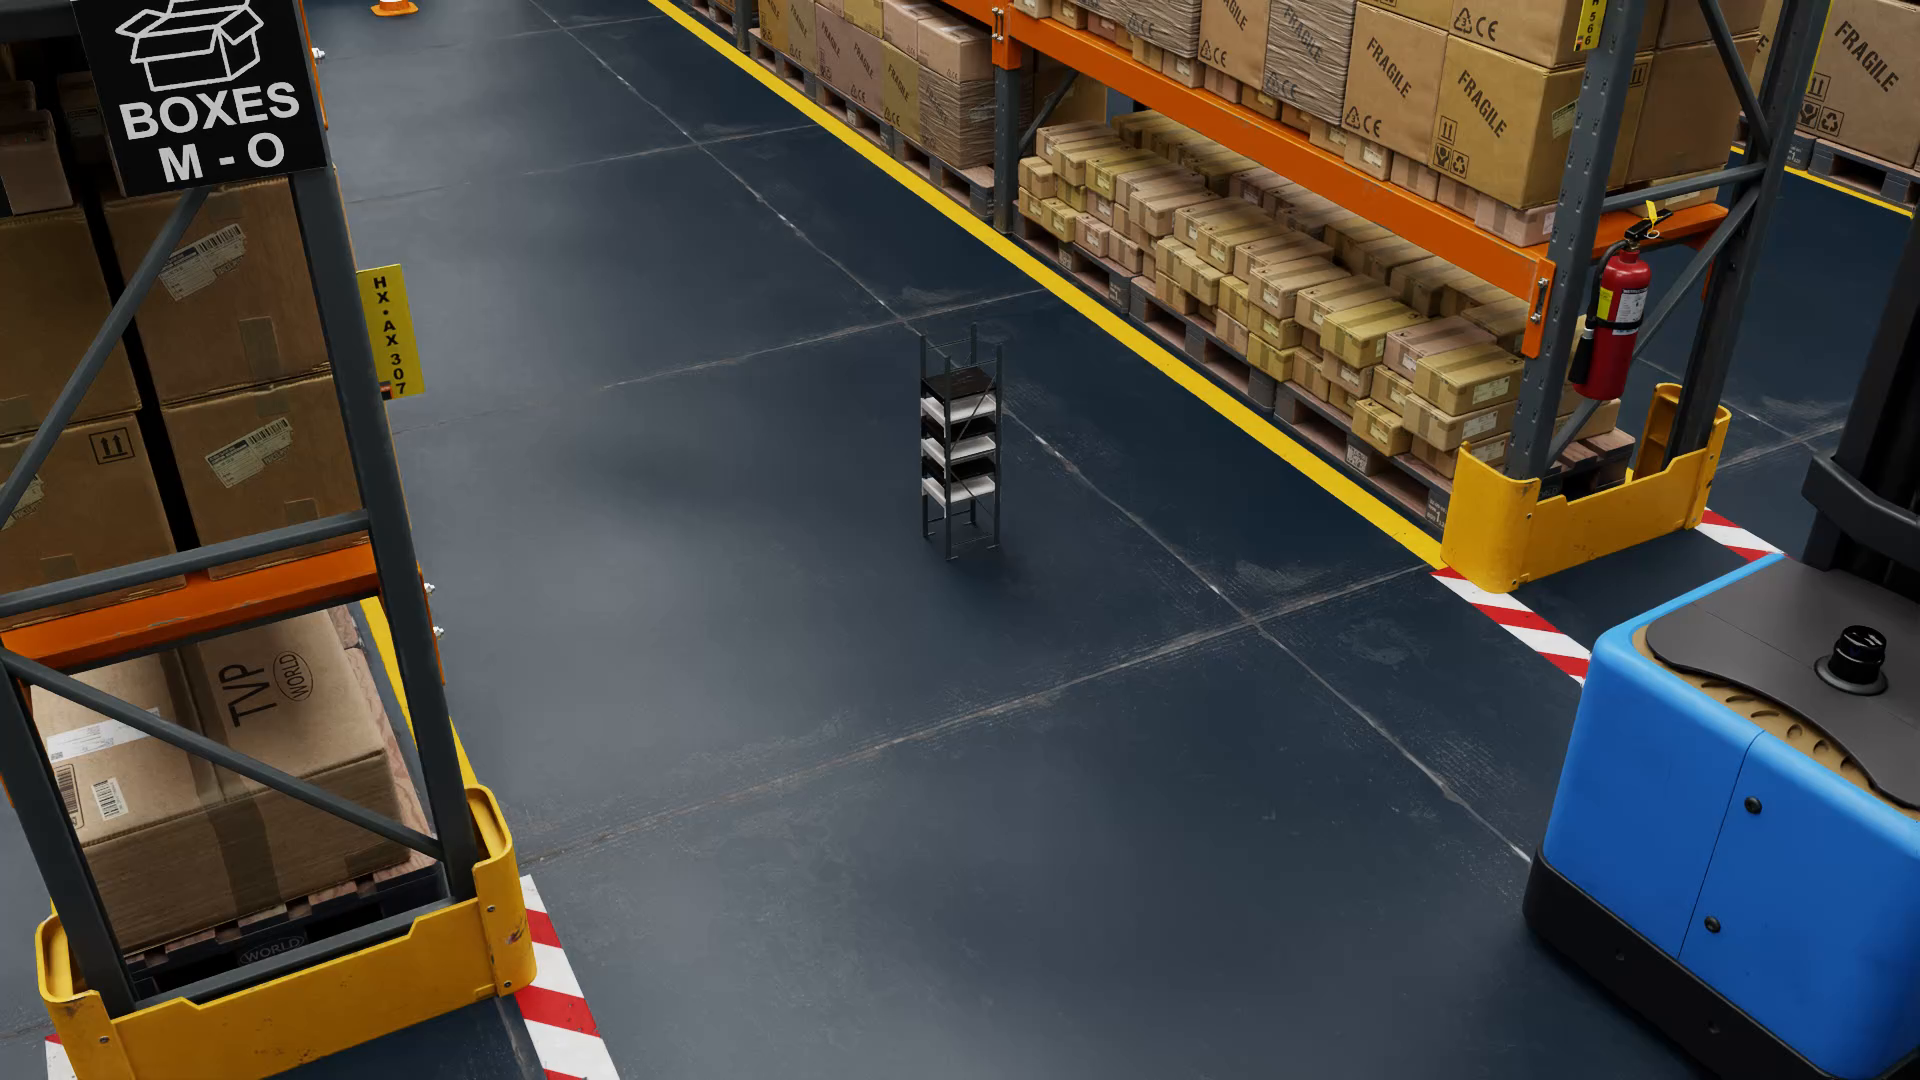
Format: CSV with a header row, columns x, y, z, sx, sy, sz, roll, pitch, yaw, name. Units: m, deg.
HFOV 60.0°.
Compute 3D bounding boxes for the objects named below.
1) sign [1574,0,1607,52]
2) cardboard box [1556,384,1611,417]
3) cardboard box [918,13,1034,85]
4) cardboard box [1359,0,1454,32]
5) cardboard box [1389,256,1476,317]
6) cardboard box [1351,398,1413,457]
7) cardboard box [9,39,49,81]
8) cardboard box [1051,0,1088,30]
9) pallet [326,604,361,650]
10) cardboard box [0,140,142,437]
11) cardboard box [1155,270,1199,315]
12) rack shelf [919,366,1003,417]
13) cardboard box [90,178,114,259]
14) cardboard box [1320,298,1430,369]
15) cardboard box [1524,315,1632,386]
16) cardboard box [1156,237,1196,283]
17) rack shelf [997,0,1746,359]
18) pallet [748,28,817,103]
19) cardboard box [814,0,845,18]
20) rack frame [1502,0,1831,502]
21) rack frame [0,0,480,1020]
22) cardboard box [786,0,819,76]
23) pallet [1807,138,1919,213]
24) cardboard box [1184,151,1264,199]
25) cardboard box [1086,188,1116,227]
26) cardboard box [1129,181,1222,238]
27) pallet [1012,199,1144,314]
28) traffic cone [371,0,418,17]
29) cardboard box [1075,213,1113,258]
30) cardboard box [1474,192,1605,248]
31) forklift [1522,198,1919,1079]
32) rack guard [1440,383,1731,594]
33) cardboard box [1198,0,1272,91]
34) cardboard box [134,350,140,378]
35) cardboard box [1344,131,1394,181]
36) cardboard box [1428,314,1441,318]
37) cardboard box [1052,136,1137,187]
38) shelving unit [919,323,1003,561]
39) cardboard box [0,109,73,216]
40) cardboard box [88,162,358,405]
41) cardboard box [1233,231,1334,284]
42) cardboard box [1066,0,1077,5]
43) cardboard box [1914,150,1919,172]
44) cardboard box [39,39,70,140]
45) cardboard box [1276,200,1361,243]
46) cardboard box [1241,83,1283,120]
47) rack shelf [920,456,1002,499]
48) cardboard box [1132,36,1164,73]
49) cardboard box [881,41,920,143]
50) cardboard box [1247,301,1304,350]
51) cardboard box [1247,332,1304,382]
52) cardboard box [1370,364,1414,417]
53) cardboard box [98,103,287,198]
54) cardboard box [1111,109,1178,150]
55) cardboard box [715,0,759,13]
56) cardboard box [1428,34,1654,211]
x,y,z,sx,sy,sz,roll,pitch,yaw,name
2.026,-1.725,5.296,0.100,0.325,0.005,-16,36,-23,sign
2.509,-0.651,6.963,0.380,0.149,0.250,-14,35,-21,cardboard box
0.090,-2.875,9.690,0.500,0.250,0.500,-17,36,-24,cardboard box
1.856,-2.221,6.140,0.500,0.500,0.500,-17,36,-25,cardboard box
2.154,-1.148,7.464,0.380,0.149,0.250,-18,37,-25,cardboard box
1.887,-0.507,7.014,0.380,0.149,0.250,-15,35,-22,cardboard box
-2.625,-1.289,4.360,0.380,0.149,0.250,-16,36,-24,cardboard box
0.690,-2.716,8.441,0.380,0.149,0.250,-15,36,-22,cardboard box
-2.813,0.289,6.103,1.003,0.211,1.213,-16,36,-23,pallet
-2.241,-0.575,3.847,0.500,0.500,0.500,-15,35,-22,cardboard box
1.187,-1.256,8.184,0.380,0.149,0.250,-17,36,-24,cardboard box
0.004,-0.574,6.374,0.258,0.077,0.200,-16,36,-23,rack shelf
-2.506,-1.001,5.440,0.500,0.500,0.500,-15,35,-22,cardboard box
1.755,-0.876,7.039,0.380,0.149,0.250,-17,36,-24,cardboard box
2.582,-0.797,6.915,0.380,0.149,0.250,-18,37,-25,cardboard box
1.182,-1.383,8.106,0.380,0.149,0.250,-16,36,-23,cardboard box
1.594,-1.886,7.580,1.077,0.370,4.000,-16,36,-23,rack shelf
-0.841,-3.505,12.025,1.003,0.211,1.213,-16,36,-23,pallet
-0.641,-3.621,10.854,0.500,0.250,0.500,-16,36,-23,cardboard box
2.526,-1.235,5.896,1.000,3.000,0.127,-16,36,-23,rack frame
-1.806,0.059,3.878,1.000,3.000,0.127,-16,36,-23,rack frame
-0.862,-3.536,11.416,0.500,0.500,0.500,-15,36,-23,cardboard box
5.954,-2.203,9.993,1.003,0.211,1.213,-16,36,-23,pallet
1.386,-1.894,8.627,0.380,0.149,0.250,-15,35,-22,cardboard box
0.890,-1.786,8.735,0.380,0.149,0.250,-16,36,-23,cardboard box
1.064,-1.639,8.229,0.380,0.149,0.250,-15,36,-22,cardboard box
1.005,-1.658,9.142,1.003,0.211,1.213,-16,36,-23,pallet
-4.564,-4.473,13.303,0.336,0.463,0.334,-16,36,-23,traffic cone
0.833,-1.633,8.771,0.380,0.149,0.250,-16,36,-23,cardboard box
2.124,-1.213,6.096,0.380,0.149,0.250,-16,36,-23,cardboard box
3.176,-0.286,4.480,3.031,2.935,1.130,-19,37,-27,forklift
2.491,-0.218,6.627,1.175,0.500,0.348,-16,36,-23,rack guard
1.385,-2.279,7.158,0.500,0.500,0.500,-14,35,-21,cardboard box
-2.734,-0.633,4.865,0.500,0.500,0.500,-15,36,-22,cardboard box
1.771,-1.573,6.658,0.380,0.149,0.250,-15,36,-22,cardboard box
2.215,-1.040,7.571,0.380,0.149,0.250,-15,35,-22,cardboard box
0.714,-2.008,8.805,0.380,0.149,0.250,-14,35,-21,cardboard box
0.004,-0.375,6.501,0.258,0.900,0.210,-16,36,-23,shelving unit
-2.150,-0.798,3.595,0.380,0.149,0.250,-15,36,-22,cardboard box
-1.778,-0.705,4.051,0.500,0.500,0.500,-17,36,-24,cardboard box
1.492,-1.284,7.675,0.380,0.149,0.250,-17,36,-25,cardboard box
0.669,-3.011,8.301,0.500,0.500,0.500,-17,36,-24,cardboard box
6.168,-2.436,9.351,0.875,0.875,0.875,-16,36,-23,cardboard box
-2.971,-1.294,4.970,0.500,0.500,0.500,-16,36,-23,cardboard box
1.749,-1.516,8.038,0.380,0.149,0.250,-16,36,-23,cardboard box
1.463,-1.973,7.281,0.380,0.149,0.250,-15,36,-22,cardboard box
0.004,-0.271,6.568,0.258,0.077,0.200,-16,36,-23,rack shelf
1.042,-2.334,7.845,0.380,0.149,0.250,-15,36,-22,cardboard box
-0.146,-2.803,10.272,0.500,0.500,0.500,-17,36,-24,cardboard box
1.531,-1.008,7.520,0.380,0.149,0.250,-15,36,-22,cardboard box
1.539,-0.875,7.589,0.380,0.149,0.250,-18,37,-25,cardboard box
1.953,-0.655,6.969,0.380,0.149,0.250,-17,36,-24,cardboard box
-1.727,-0.917,3.779,0.380,0.149,0.250,-15,36,-22,cardboard box
1.057,-2.266,9.208,0.380,0.149,0.250,-15,36,-22,cardboard box
-1.408,-4.595,12.838,1.050,0.750,0.750,-16,36,-24,cardboard box
2.089,-1.552,6.023,0.500,0.500,0.500,-15,36,-22,cardboard box
